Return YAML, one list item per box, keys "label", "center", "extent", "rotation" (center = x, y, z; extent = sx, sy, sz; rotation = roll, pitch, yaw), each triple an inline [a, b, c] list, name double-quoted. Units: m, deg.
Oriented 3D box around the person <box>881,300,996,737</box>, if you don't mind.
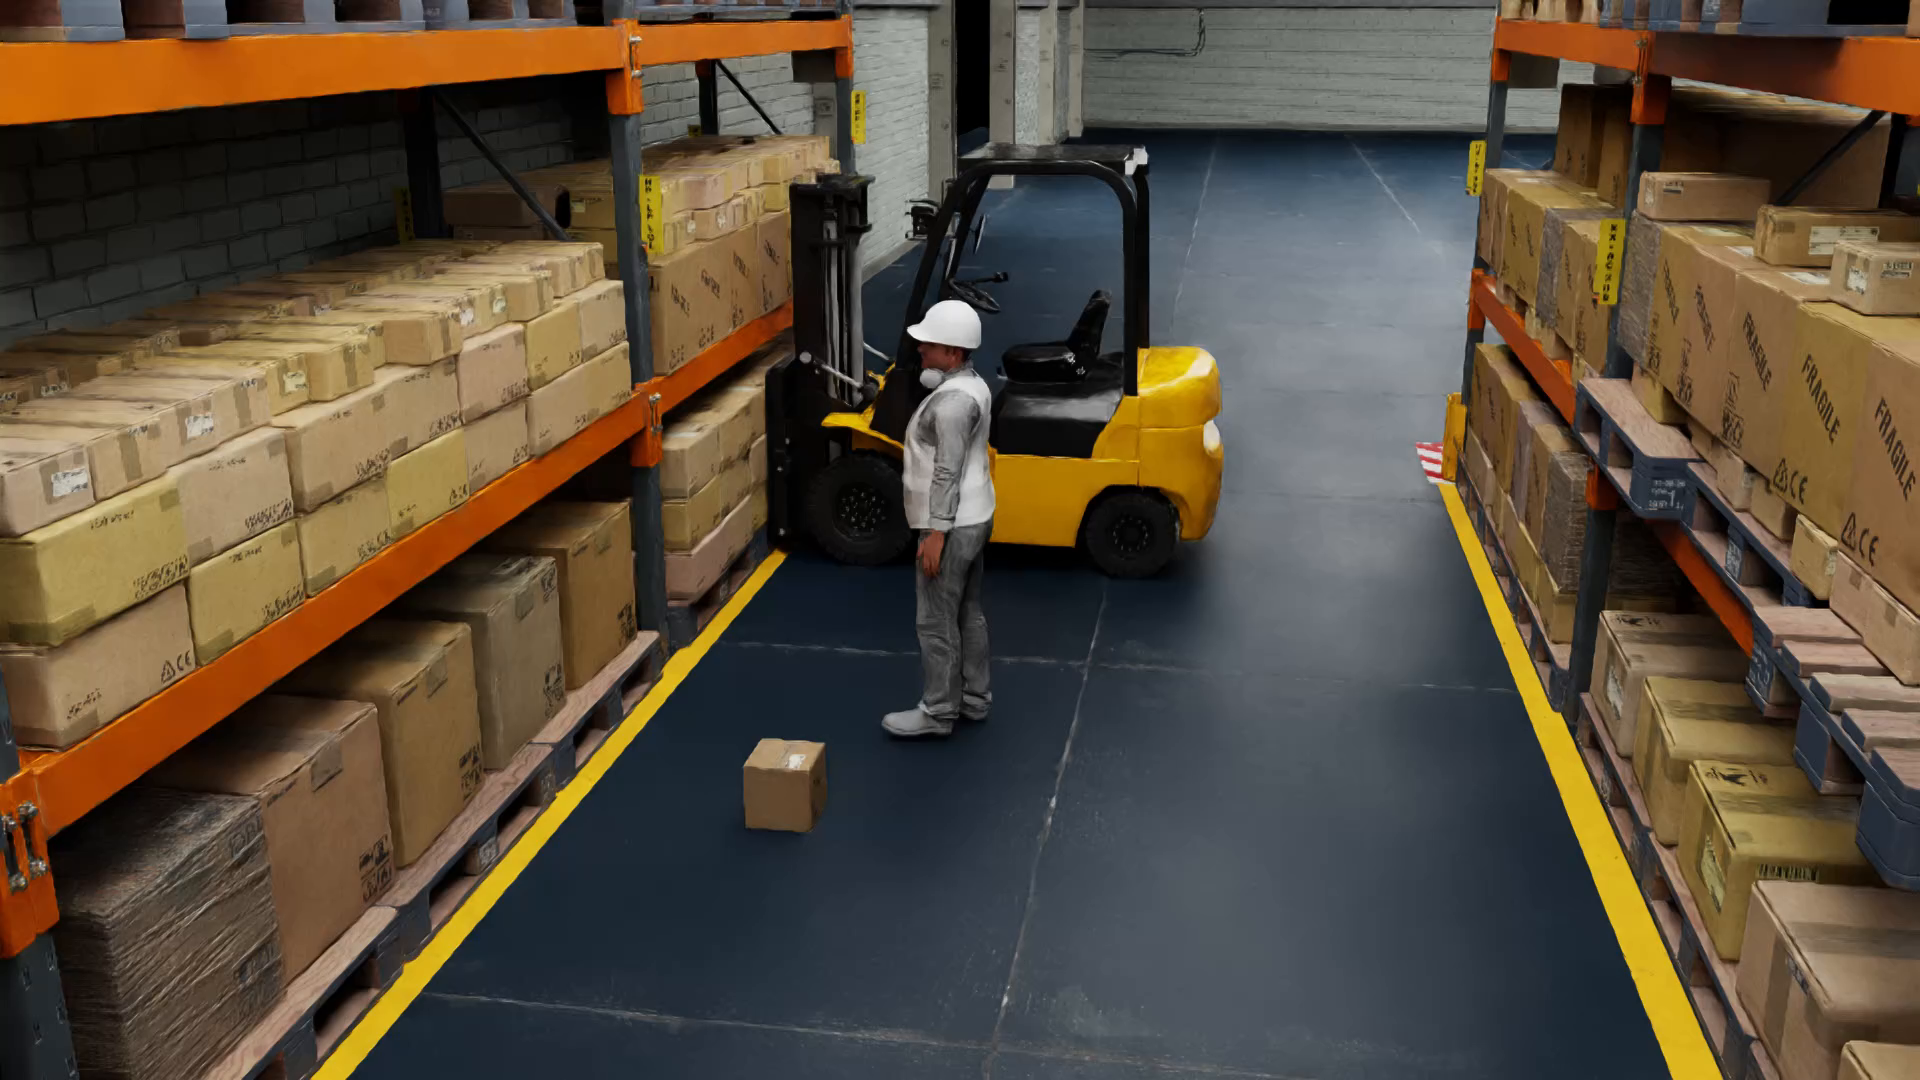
- label: "person"
  center: [-0.076, -0.085, 6.717]
  extent: [0.441, 1.772, 0.619]
  rotation: [3, 18, 9]
